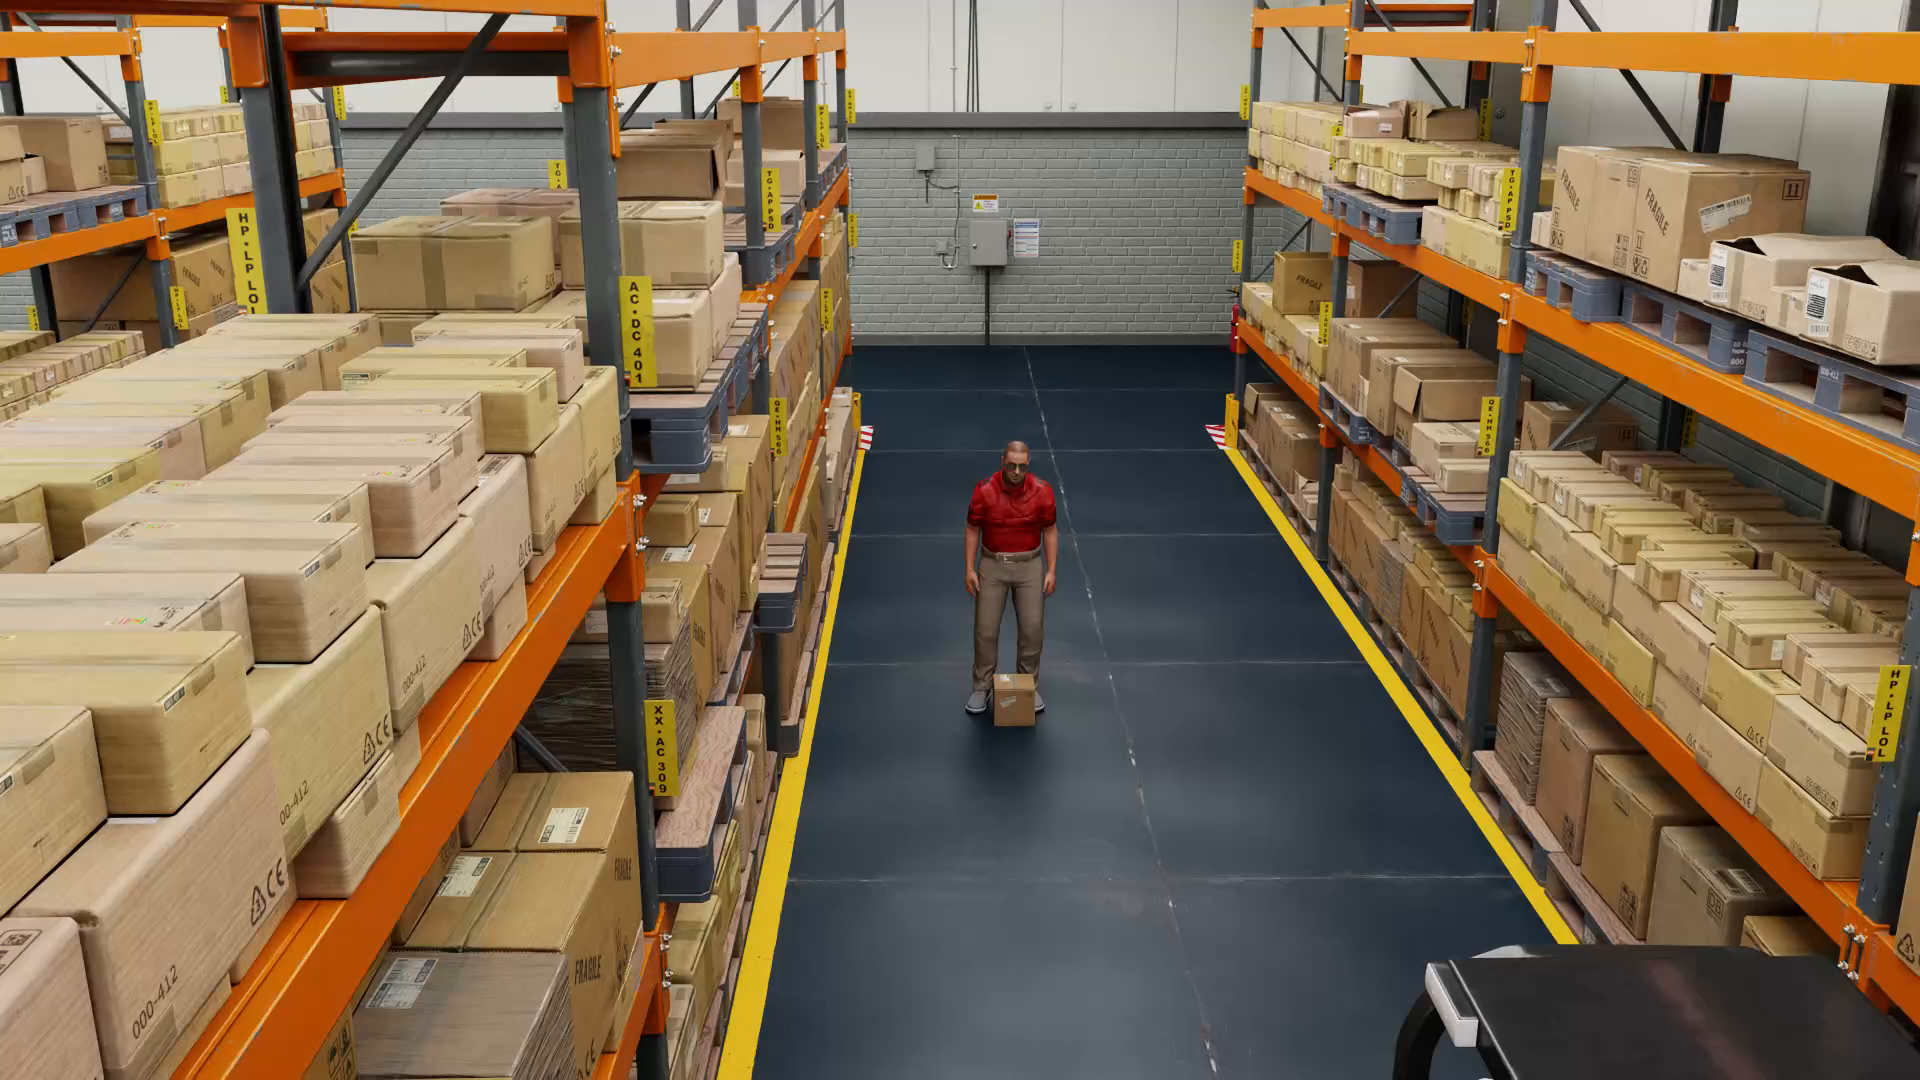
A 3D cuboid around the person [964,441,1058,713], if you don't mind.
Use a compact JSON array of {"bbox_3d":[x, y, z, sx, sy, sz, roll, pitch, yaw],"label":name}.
[{"bbox_3d":[0.318,0.213,10.370,0.583,1.726,0.394,0,17,-1],"label":"person"}]
